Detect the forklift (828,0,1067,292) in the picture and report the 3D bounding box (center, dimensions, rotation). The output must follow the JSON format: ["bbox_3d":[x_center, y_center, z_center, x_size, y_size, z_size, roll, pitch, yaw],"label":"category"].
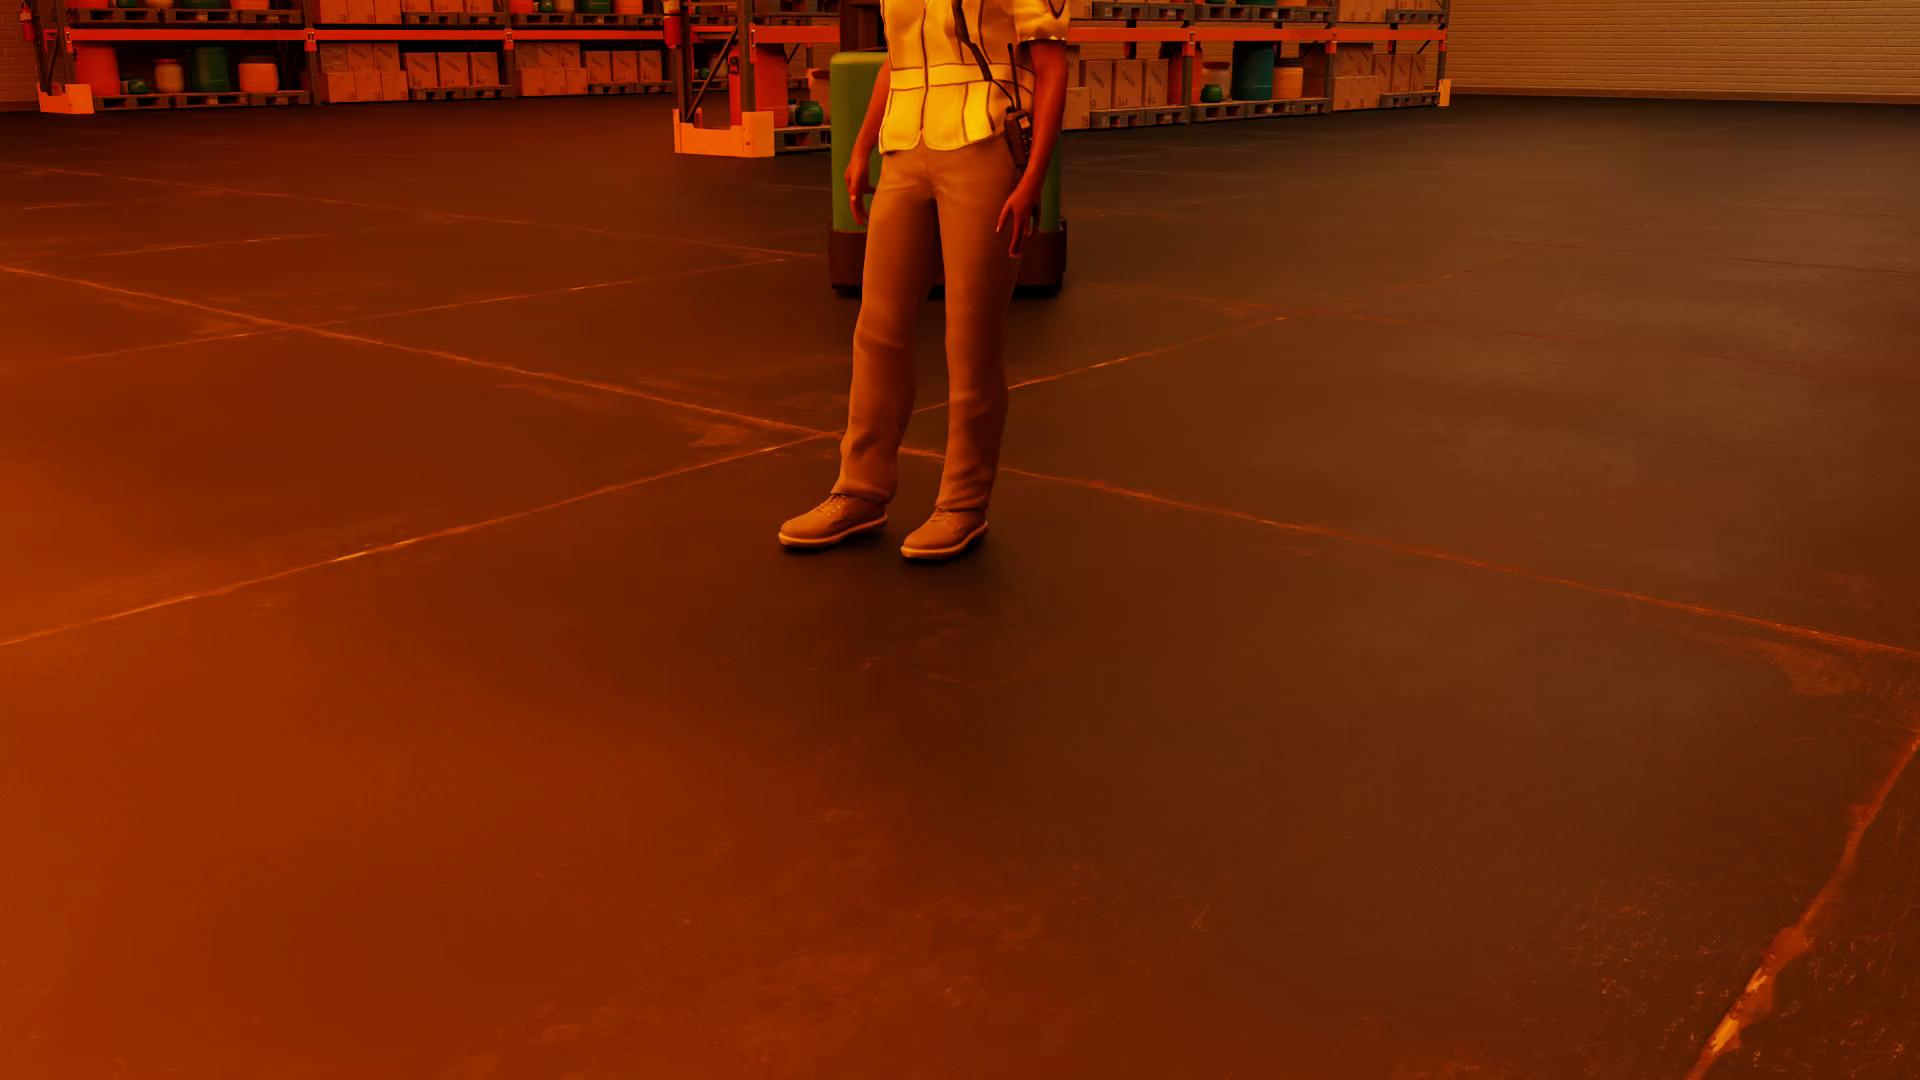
[{"bbox_3d":[-0.059,-2.911,8.486,1.130,2.935,3.031,0,17,0],"label":"forklift"}]

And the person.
[{"bbox_3d":[-0.063,-0.805,3.650,0.569,1.695,0.528,13,21,37],"label":"person"}]
